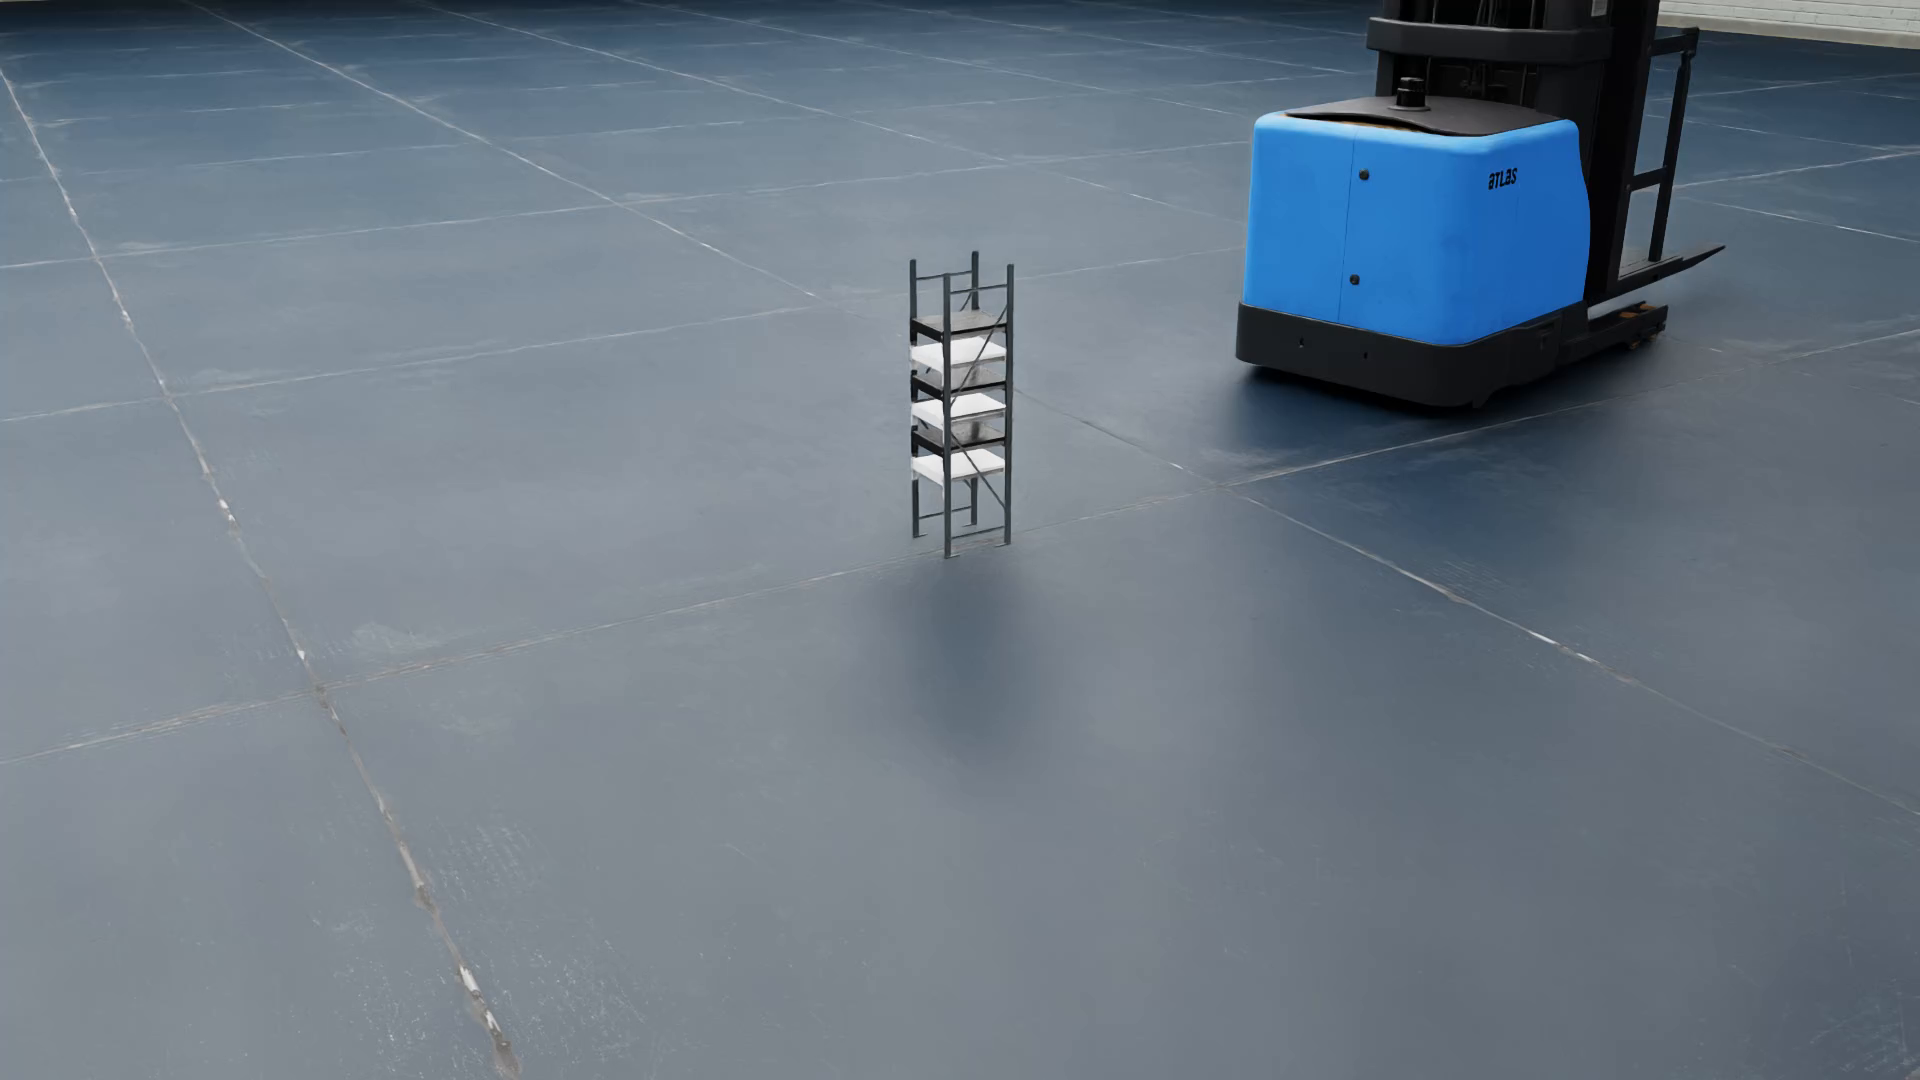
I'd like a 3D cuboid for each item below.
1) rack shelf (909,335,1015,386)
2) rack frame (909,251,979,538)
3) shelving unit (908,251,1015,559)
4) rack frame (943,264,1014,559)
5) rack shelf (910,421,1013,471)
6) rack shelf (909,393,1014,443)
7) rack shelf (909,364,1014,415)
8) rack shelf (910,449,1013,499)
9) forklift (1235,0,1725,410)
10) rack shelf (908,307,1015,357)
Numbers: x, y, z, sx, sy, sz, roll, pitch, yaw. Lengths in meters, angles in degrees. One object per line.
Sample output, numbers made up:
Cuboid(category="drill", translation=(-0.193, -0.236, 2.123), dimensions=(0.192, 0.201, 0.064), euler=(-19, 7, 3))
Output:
Cuboid(category="rack shelf", translation=(0.004, -0.550, 5.080), dimensions=(0.258, 0.077, 0.200), euler=(-13, 25, -28))
Cuboid(category="rack frame", translation=(-0.048, -0.447, 5.217), dimensions=(0.240, 0.900, 0.006), euler=(-13, 25, -28))
Cuboid(category="shelving unit", translation=(0.004, -0.414, 5.136), dimensions=(0.258, 0.900, 0.210), euler=(-13, 25, -28))
Cuboid(category="rack frame", translation=(0.056, -0.381, 5.055), dimensions=(0.240, 0.900, 0.006), euler=(-13, 25, -28))
Cuboid(category="rack shelf", translation=(0.004, -0.300, 5.182), dimensions=(0.258, 0.077, 0.200), euler=(-13, 25, -28))
Cuboid(category="rack shelf", translation=(0.004, -0.383, 5.148), dimensions=(0.258, 0.077, 0.200), euler=(-13, 25, -28))
Cuboid(category="rack shelf", translation=(0.004, -0.467, 5.114), dimensions=(0.258, 0.077, 0.200), euler=(-13, 25, -28))
Cuboid(category="rack shelf", translation=(0.004, -0.217, 5.216), dimensions=(0.258, 0.077, 0.200), euler=(-13, 25, -28))
Cuboid(category="forklift", translation=(2.559, -2.328, 7.146), dimensions=(1.130, 2.935, 3.031), euler=(21, 30, 41))
Cuboid(category="rack shelf", translation=(0.004, -0.633, 5.046), dimensions=(0.258, 0.077, 0.200), euler=(-13, 25, -28))
